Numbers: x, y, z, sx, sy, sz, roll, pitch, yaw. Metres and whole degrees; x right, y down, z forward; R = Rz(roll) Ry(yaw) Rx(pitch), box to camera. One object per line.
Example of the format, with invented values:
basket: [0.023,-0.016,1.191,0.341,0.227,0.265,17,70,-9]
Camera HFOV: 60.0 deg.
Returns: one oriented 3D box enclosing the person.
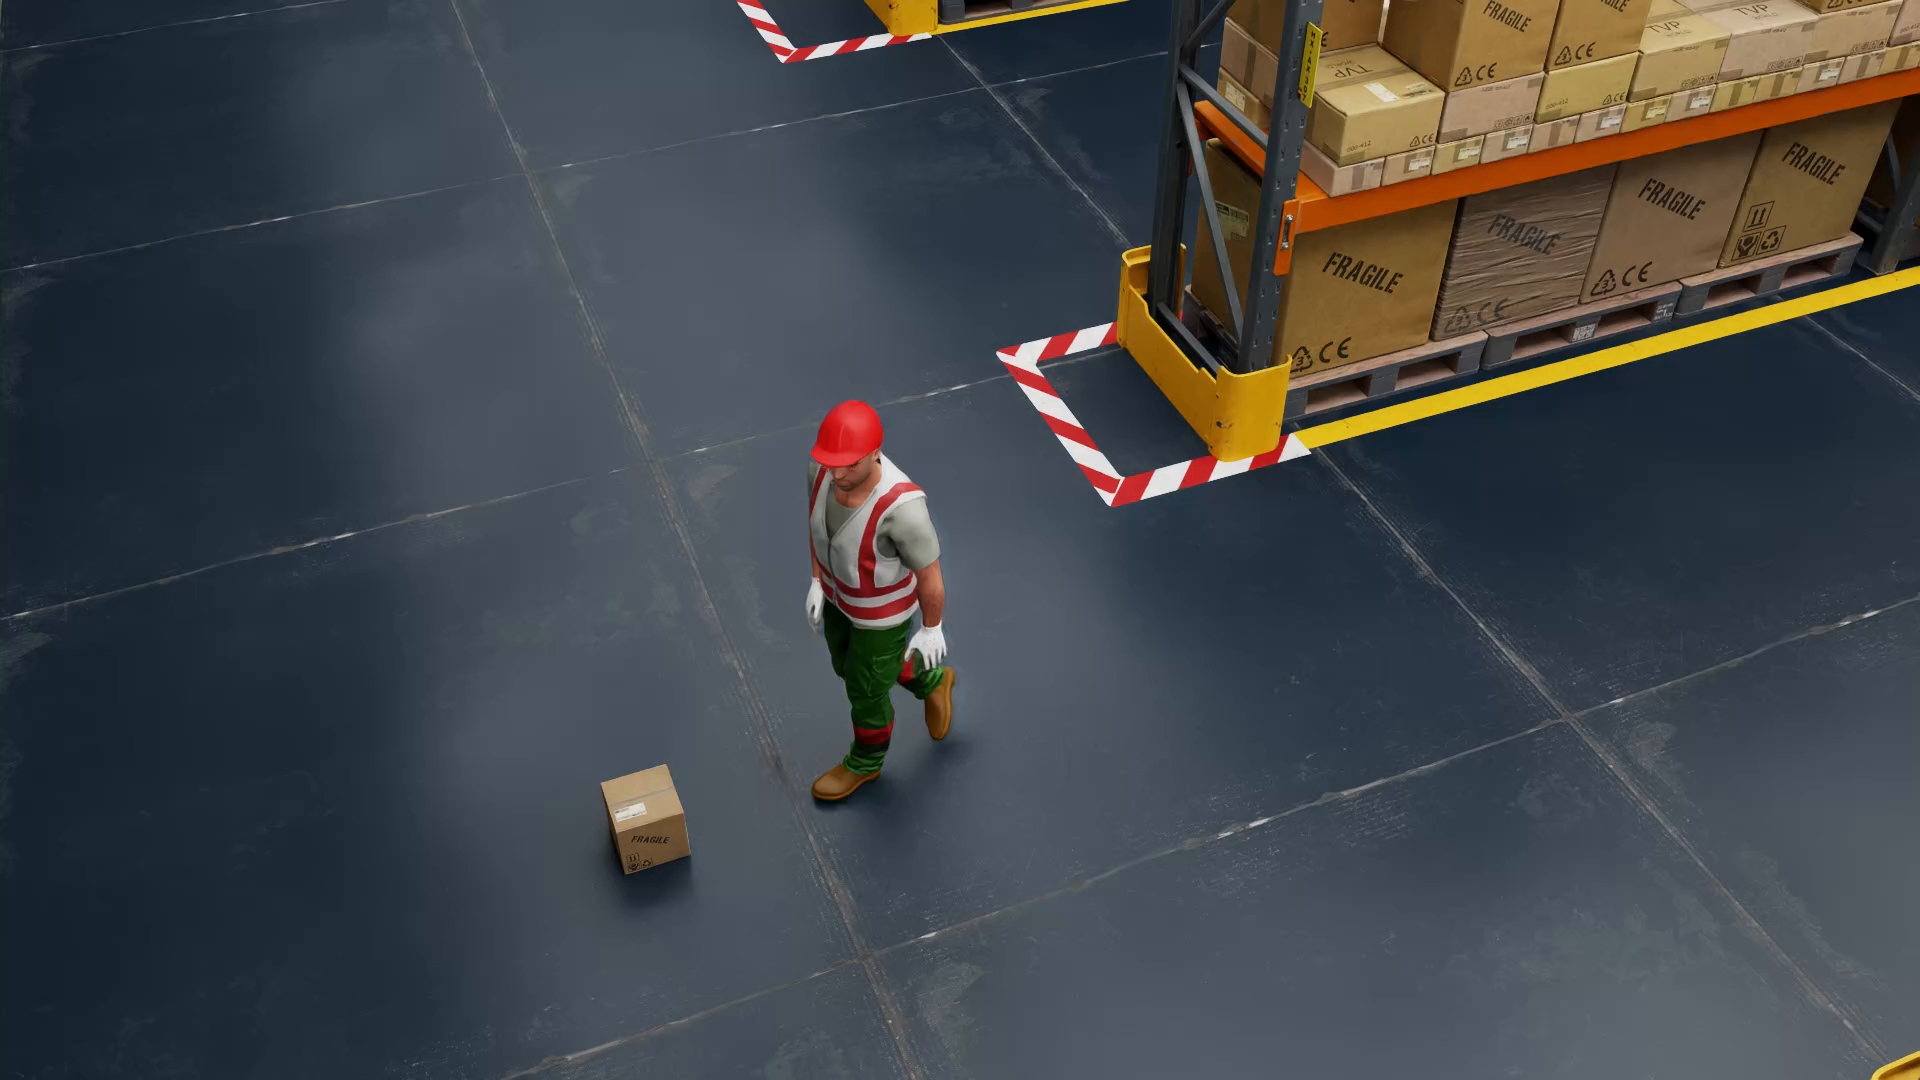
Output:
person: [-0.254,0.205,5.904,0.716,1.784,0.561,-28,48,-28]
